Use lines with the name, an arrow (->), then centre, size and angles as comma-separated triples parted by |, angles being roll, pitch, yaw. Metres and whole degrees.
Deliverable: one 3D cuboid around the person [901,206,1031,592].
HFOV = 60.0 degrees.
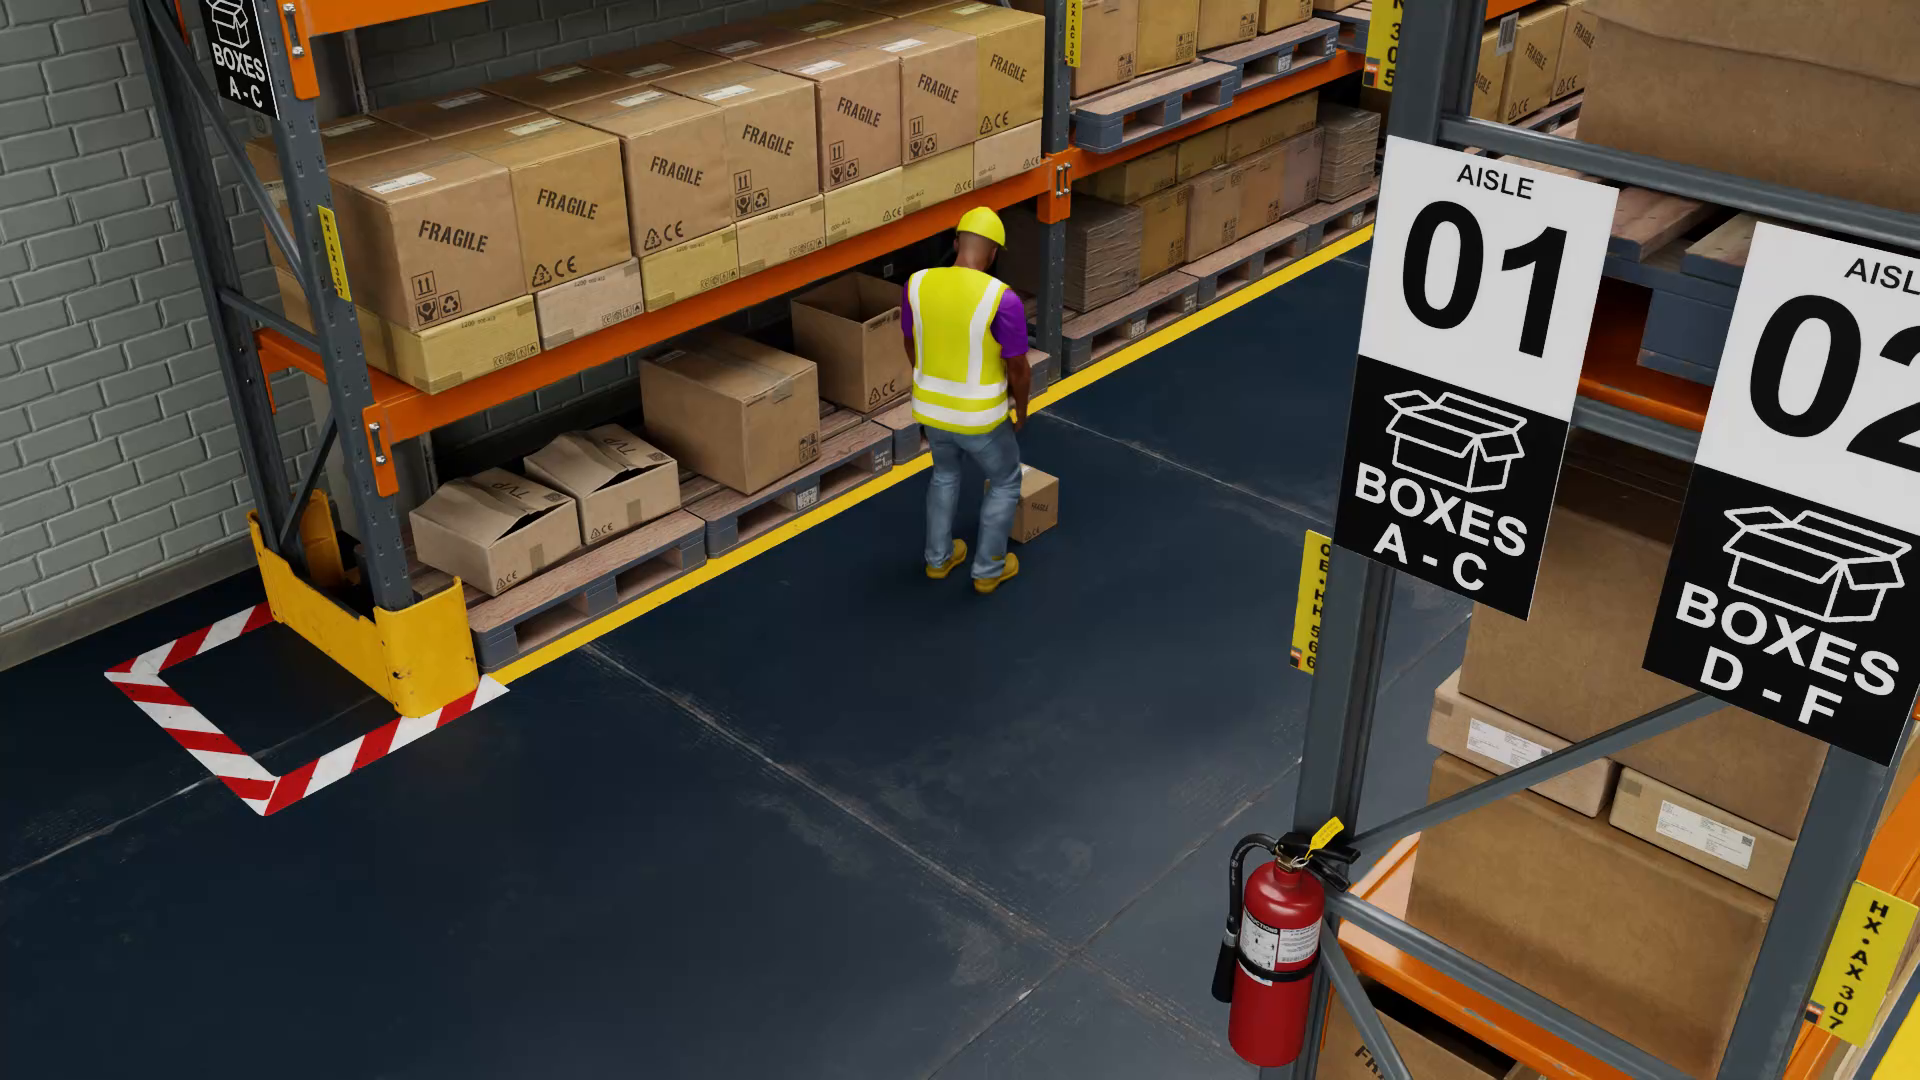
person -> 0.027, -0.589, 7.173 | 0.602, 1.679, 0.511 | 17, 35, 26
